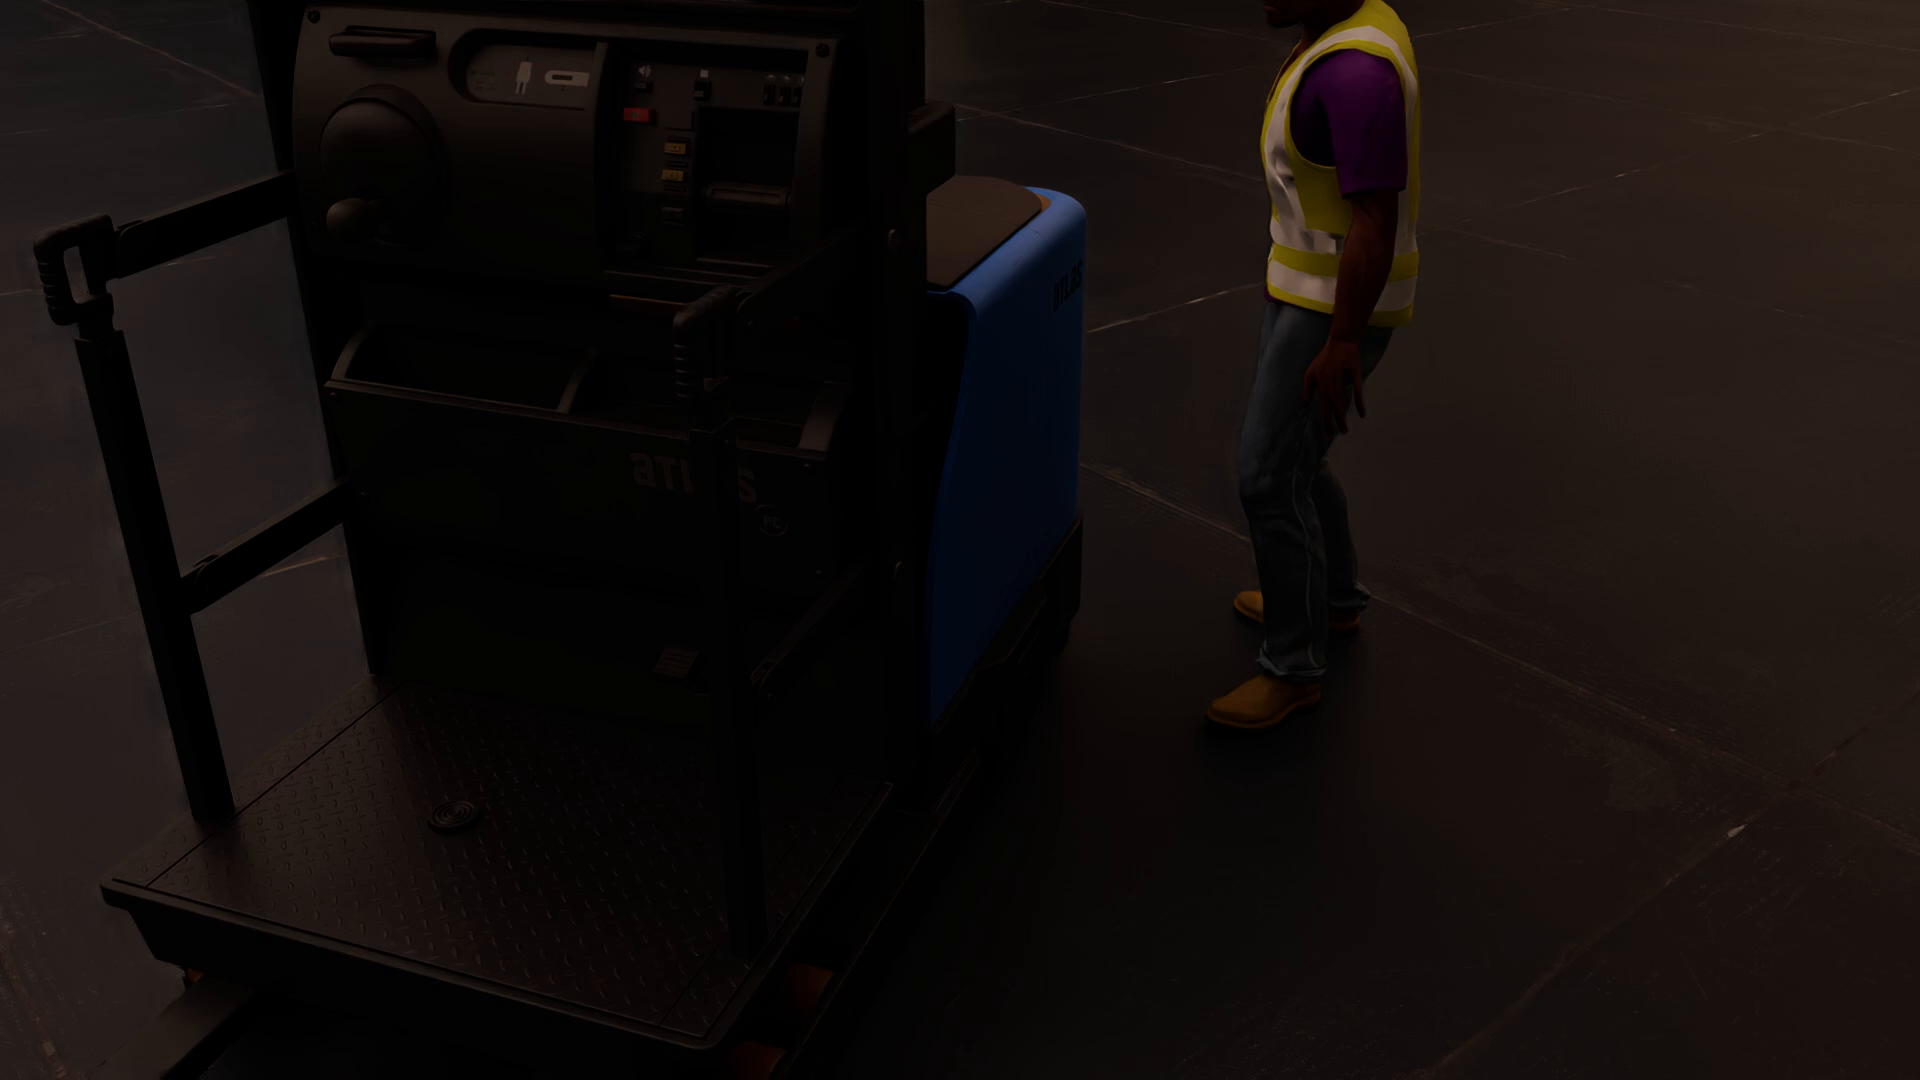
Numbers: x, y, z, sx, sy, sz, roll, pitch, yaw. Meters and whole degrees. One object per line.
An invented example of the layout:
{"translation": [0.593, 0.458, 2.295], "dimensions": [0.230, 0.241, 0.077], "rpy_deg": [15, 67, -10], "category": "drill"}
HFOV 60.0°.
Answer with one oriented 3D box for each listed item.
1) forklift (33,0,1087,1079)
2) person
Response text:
{"translation": [-0.689, -0.571, 2.353], "dimensions": [1.130, 2.935, 3.031], "rpy_deg": [9, 28, 18], "category": "forklift"}
{"translation": [0.758, -0.527, 3.615], "dimensions": [0.442, 1.733, 0.869], "rpy_deg": [4, 27, 7], "category": "person"}
